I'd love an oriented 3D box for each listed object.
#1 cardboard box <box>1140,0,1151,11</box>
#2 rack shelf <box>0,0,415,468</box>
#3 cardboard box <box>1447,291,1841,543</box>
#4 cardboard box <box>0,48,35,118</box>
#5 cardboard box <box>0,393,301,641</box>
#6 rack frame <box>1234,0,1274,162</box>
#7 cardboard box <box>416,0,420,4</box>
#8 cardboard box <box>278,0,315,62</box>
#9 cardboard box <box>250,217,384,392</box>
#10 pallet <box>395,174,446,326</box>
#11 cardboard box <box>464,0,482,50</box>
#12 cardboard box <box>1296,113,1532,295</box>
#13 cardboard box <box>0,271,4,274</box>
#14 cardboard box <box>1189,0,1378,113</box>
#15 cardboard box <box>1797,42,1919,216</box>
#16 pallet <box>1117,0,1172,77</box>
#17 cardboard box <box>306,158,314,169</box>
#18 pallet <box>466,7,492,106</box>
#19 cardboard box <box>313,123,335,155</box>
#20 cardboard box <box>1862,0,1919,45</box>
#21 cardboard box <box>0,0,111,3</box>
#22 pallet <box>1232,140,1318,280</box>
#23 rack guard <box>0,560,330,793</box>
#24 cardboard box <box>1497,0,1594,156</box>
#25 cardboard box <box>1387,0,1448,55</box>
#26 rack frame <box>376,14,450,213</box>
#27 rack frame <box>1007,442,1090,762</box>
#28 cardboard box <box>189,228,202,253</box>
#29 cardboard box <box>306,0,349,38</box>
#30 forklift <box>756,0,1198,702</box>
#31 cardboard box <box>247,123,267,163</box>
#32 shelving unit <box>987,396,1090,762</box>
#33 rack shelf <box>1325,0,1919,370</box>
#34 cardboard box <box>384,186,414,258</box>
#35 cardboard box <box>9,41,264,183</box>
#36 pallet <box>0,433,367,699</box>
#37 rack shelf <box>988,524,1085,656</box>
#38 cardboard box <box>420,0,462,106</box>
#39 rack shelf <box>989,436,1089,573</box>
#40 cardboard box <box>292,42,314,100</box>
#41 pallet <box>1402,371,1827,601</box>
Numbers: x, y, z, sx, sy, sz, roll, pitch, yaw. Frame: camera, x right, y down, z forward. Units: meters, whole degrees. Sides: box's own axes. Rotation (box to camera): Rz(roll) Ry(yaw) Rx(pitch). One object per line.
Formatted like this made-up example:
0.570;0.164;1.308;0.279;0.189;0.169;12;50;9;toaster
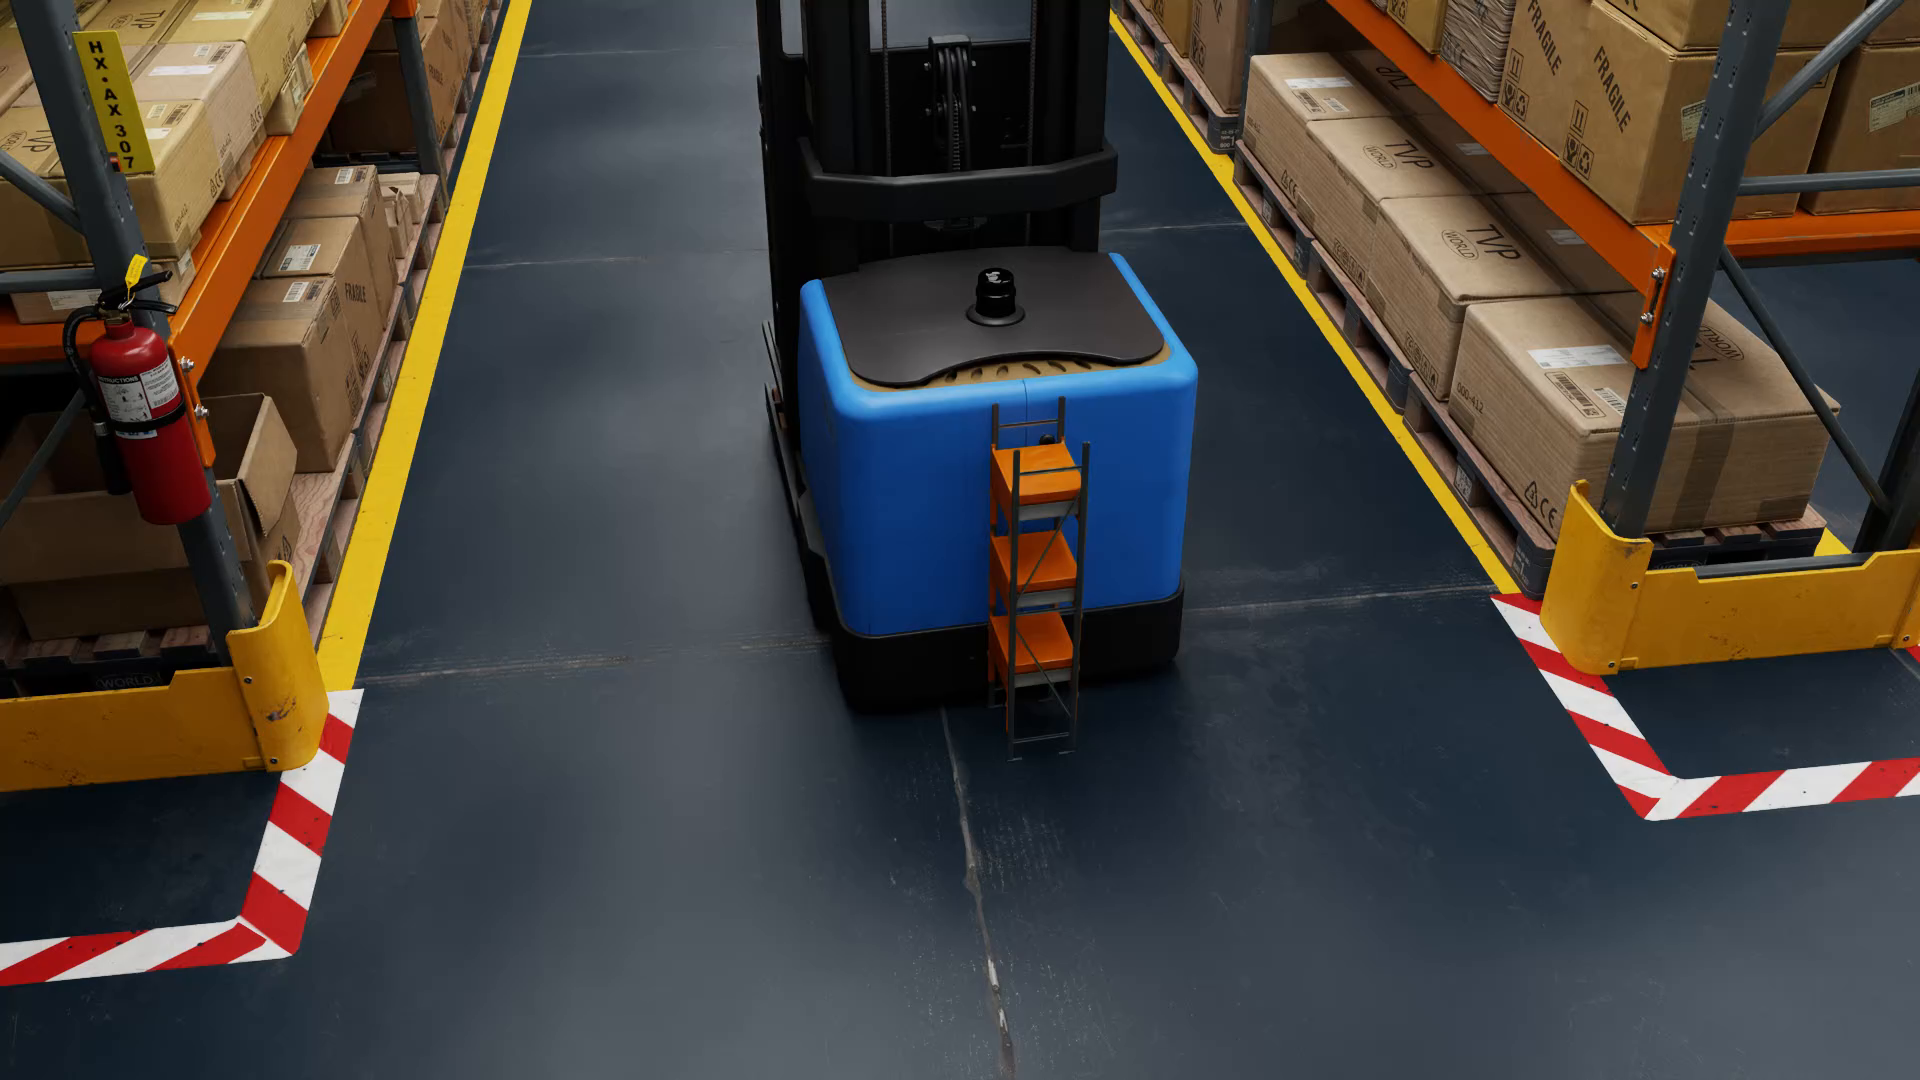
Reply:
1.511;-3.840;10.234;0.875;0.875;0.875;-4;34;-6;cardboard box
-2.726;-1.410;5.795;1.077;0.370;4.000;-4;35;-6;rack shelf
2.273;-0.445;5.642;0.875;0.438;0.875;-5;35;-8;cardboard box
-2.850;-1.177;4.683;0.500;0.250;0.500;-4;35;-6;cardboard box
-2.445;-0.082;5.051;0.797;0.503;0.637;-6;35;-8;cardboard box
1.923;-3.202;7.785;1.000;3.000;0.127;-4;35;-6;rack frame
-2.939;-2.744;8.383;0.380;0.149;0.250;-6;35;-9;cardboard box
-2.480;-1.774;5.558;0.500;0.250;0.500;-5;35;-8;cardboard box
-2.494;-0.863;6.200;0.500;0.500;0.500;-4;34;-5;cardboard box
-2.904;-1.288;7.453;1.003;0.211;1.213;-4;35;-6;pallet
-3.045;-3.116;9.506;0.500;0.500;0.500;-6;35;-8;cardboard box
2.022;-1.459;7.129;0.875;0.438;0.875;-5;35;-8;cardboard box
-2.741;-0.799;4.482;0.380;0.149;0.250;-3;34;-5;cardboard box
1.760;-2.837;8.764;0.875;0.875;0.875;-3;34;-5;cardboard box
2.681;-1.301;4.906;0.500;0.500;0.500;-5;35;-7;cardboard box
1.577;-3.157;10.195;1.003;0.211;1.213;-4;35;-6;pallet
-3.140;-1.500;7.302;0.500;0.311;0.500;-3;34;-5;cardboard box
-3.309;-2.805;9.678;1.003;0.211;1.213;-4;35;-6;pallet
-3.354;-2.216;8.185;0.500;0.500;0.500;-5;35;-7;cardboard box
2.679;-1.714;4.624;0.500;0.500;0.500;-5;35;-7;cardboard box
-2.982;-1.746;5.517;0.500;0.250;0.500;-4;35;-6;cardboard box
1.948;-1.619;7.939;1.003;0.211;1.213;-4;35;-6;pallet
-2.467;0.399;4.721;1.175;0.500;0.348;-4;35;-6;rack guard
2.081;-1.541;5.259;0.500;0.500;0.500;-5;35;-7;cardboard box
1.920;-2.115;6.101;0.500;0.500;0.500;-3;34;-5;cardboard box
-2.995;-2.824;7.230;1.000;3.000;0.127;-4;35;-6;rack frame
0.234;0.196;4.531;0.200;1.050;0.008;-7;35;-10;rack frame
-2.309;-0.830;4.528;0.380;0.149;0.250;-4;34;-5;cardboard box
-2.516;-1.985;6.223;0.380;0.149;0.250;-5;35;-7;cardboard box
-0.128;-1.556;5.430;1.130;2.935;3.031;-7;35;-10;forklift
-2.394;-1.268;5.170;0.380;0.149;0.250;-4;34;-6;cardboard box
0.209;0.128;4.629;0.215;1.050;0.252;-7;35;-10;shelving unit
2.192;-1.788;6.350;1.077;0.370;4.000;-4;35;-6;rack shelf
-2.581;-1.380;7.166;0.396;0.266;0.258;-3;34;-5;cardboard box
-2.319;-1.208;4.727;0.500;0.250;0.500;-4;34;-6;cardboard box
-2.575;0.074;5.455;1.003;0.211;1.213;-4;35;-6;pallet
0.209;0.137;4.635;0.215;0.259;0.240;-7;35;-10;rack shelf
-2.918;-2.548;8.672;0.500;0.500;0.500;-5;35;-7;cardboard box
0.209;-0.097;4.475;0.215;0.259;0.240;-7;35;-10;rack shelf
-2.409;-1.560;5.599;0.380;0.149;0.250;-4;34;-5;cardboard box
2.276;-0.258;5.941;1.003;0.211;1.213;-4;35;-6;pallet
